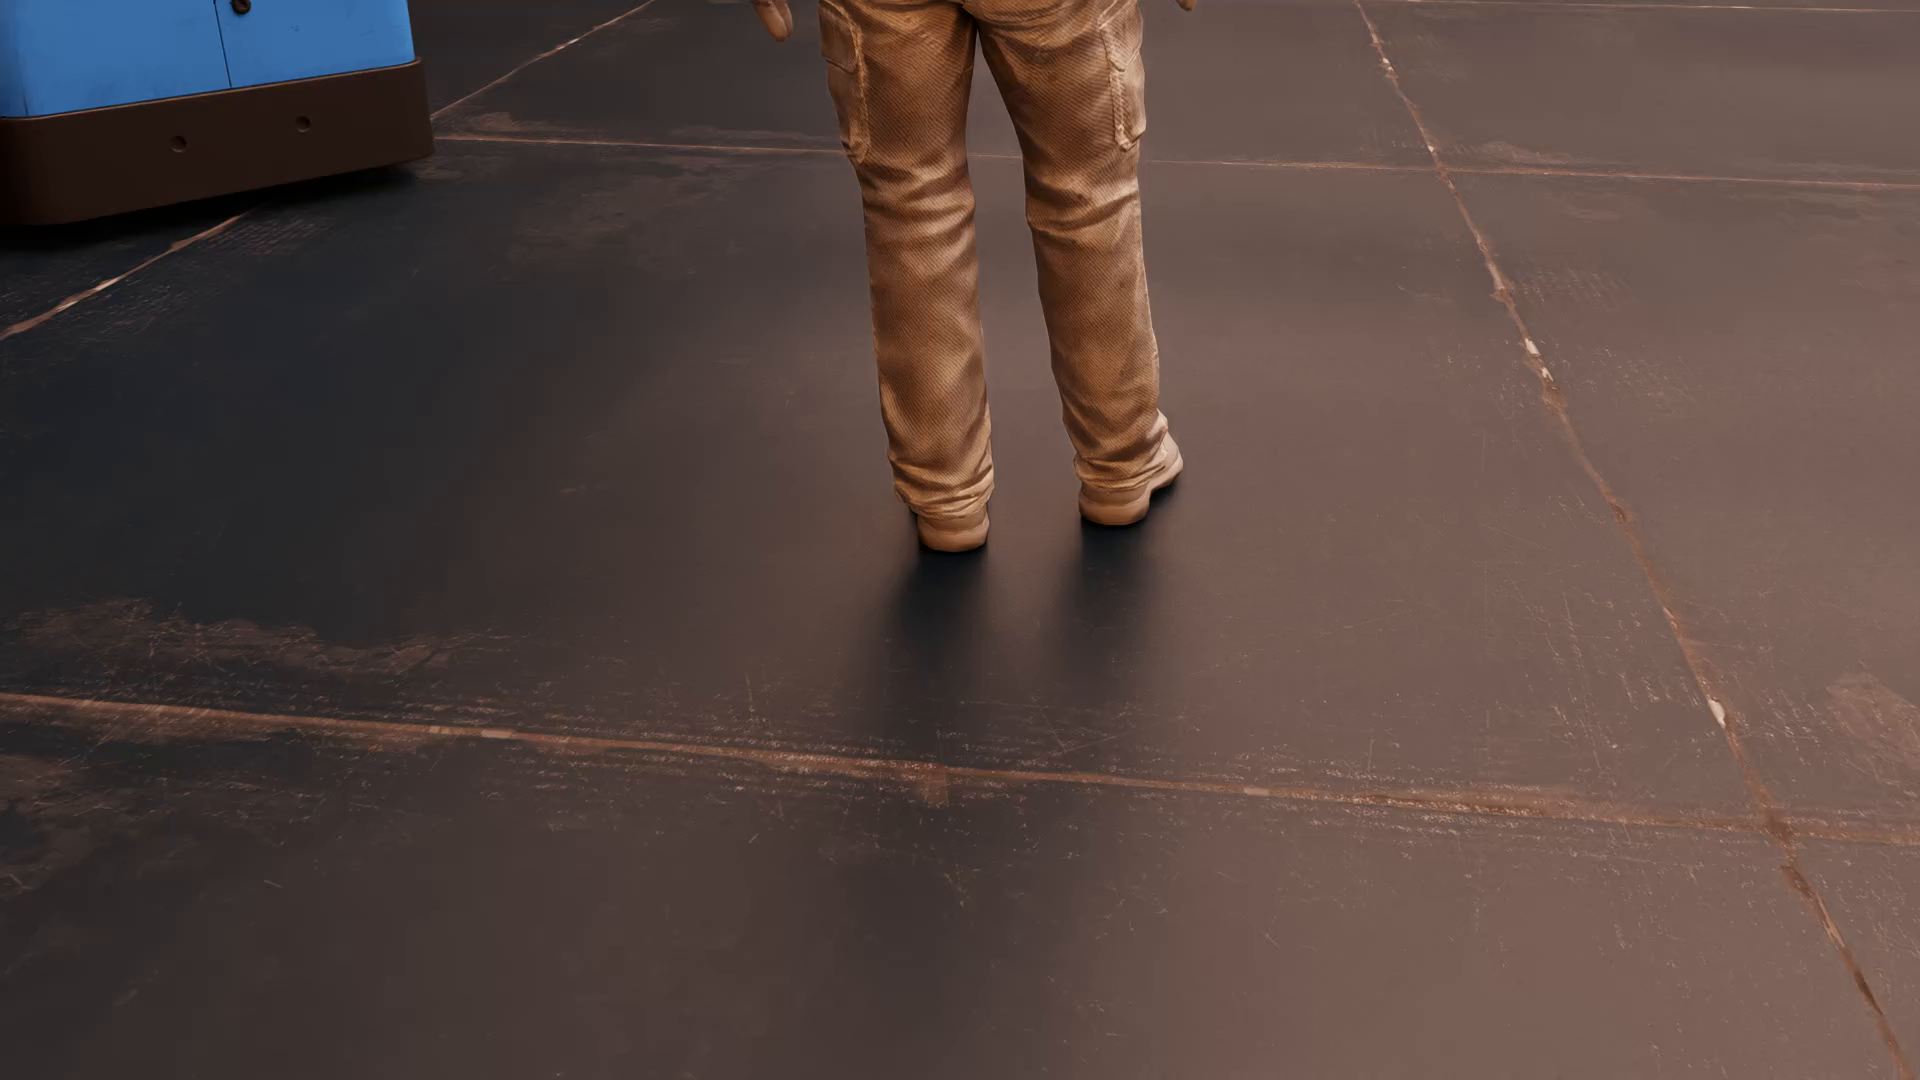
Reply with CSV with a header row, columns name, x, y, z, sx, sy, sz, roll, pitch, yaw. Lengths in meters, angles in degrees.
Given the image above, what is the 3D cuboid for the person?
name,x,y,z,sx,sy,sz,roll,pitch,yaw
person,0.018,-0.835,2.161,0.656,1.781,0.577,3,27,7

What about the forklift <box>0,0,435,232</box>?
name,x,y,z,sx,sy,sz,roll,pitch,yaw
forklift,-2.766,-2.587,4.402,1.130,2.935,3.031,-23,35,-38
